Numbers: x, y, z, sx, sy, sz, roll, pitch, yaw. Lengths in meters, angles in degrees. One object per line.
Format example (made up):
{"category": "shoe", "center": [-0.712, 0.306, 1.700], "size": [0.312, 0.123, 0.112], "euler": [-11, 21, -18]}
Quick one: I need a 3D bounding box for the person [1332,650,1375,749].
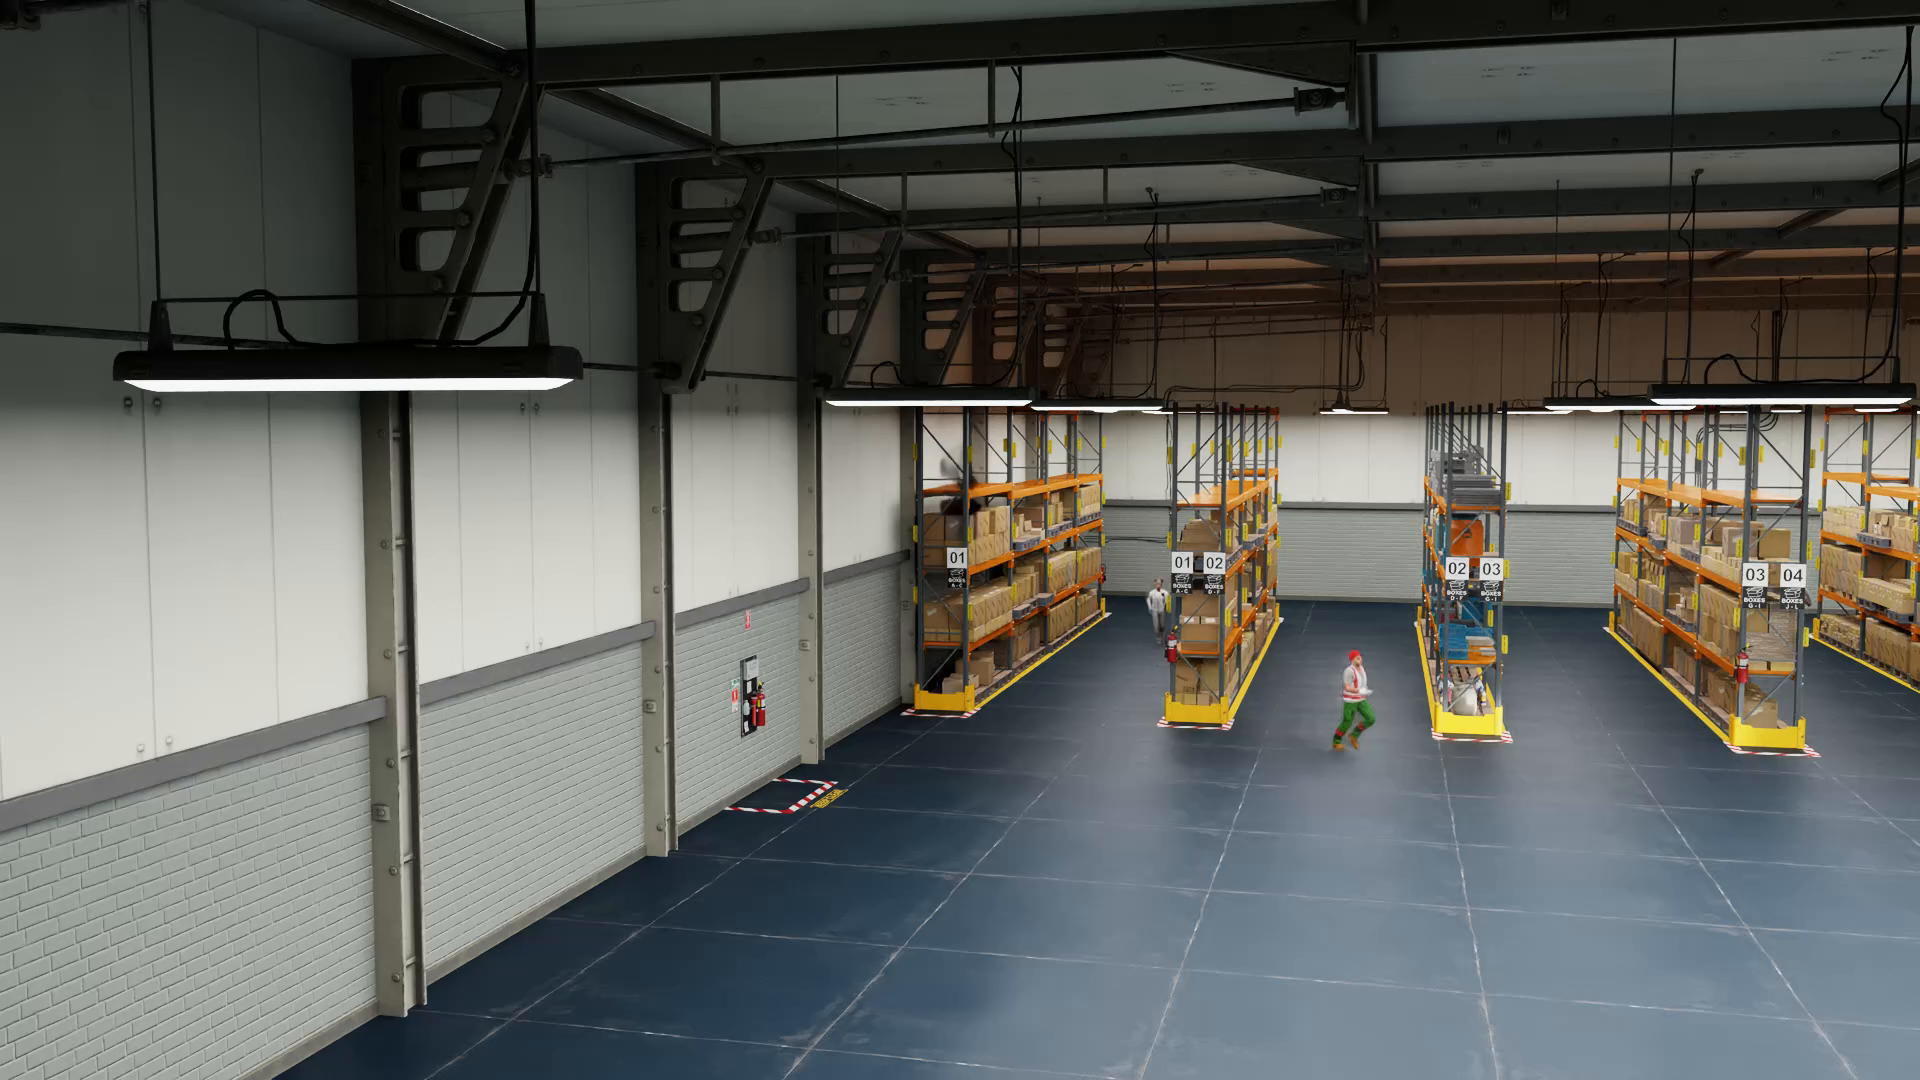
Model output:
{"category": "person", "center": [6.765, 2.732, 28.365], "size": [0.685, 1.733, 0.826], "euler": [-3, 5, -36]}

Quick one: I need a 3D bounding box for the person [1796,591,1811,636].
{"category": "person", "center": [20.377, 1.829, 40.591], "size": [0.714, 1.754, 1.032], "euler": [1, 4, 13]}

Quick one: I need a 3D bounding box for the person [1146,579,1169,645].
{"category": "person", "center": [5.006, 1.795, 41.950], "size": [0.613, 1.659, 0.636], "euler": [1, 4, 8]}
